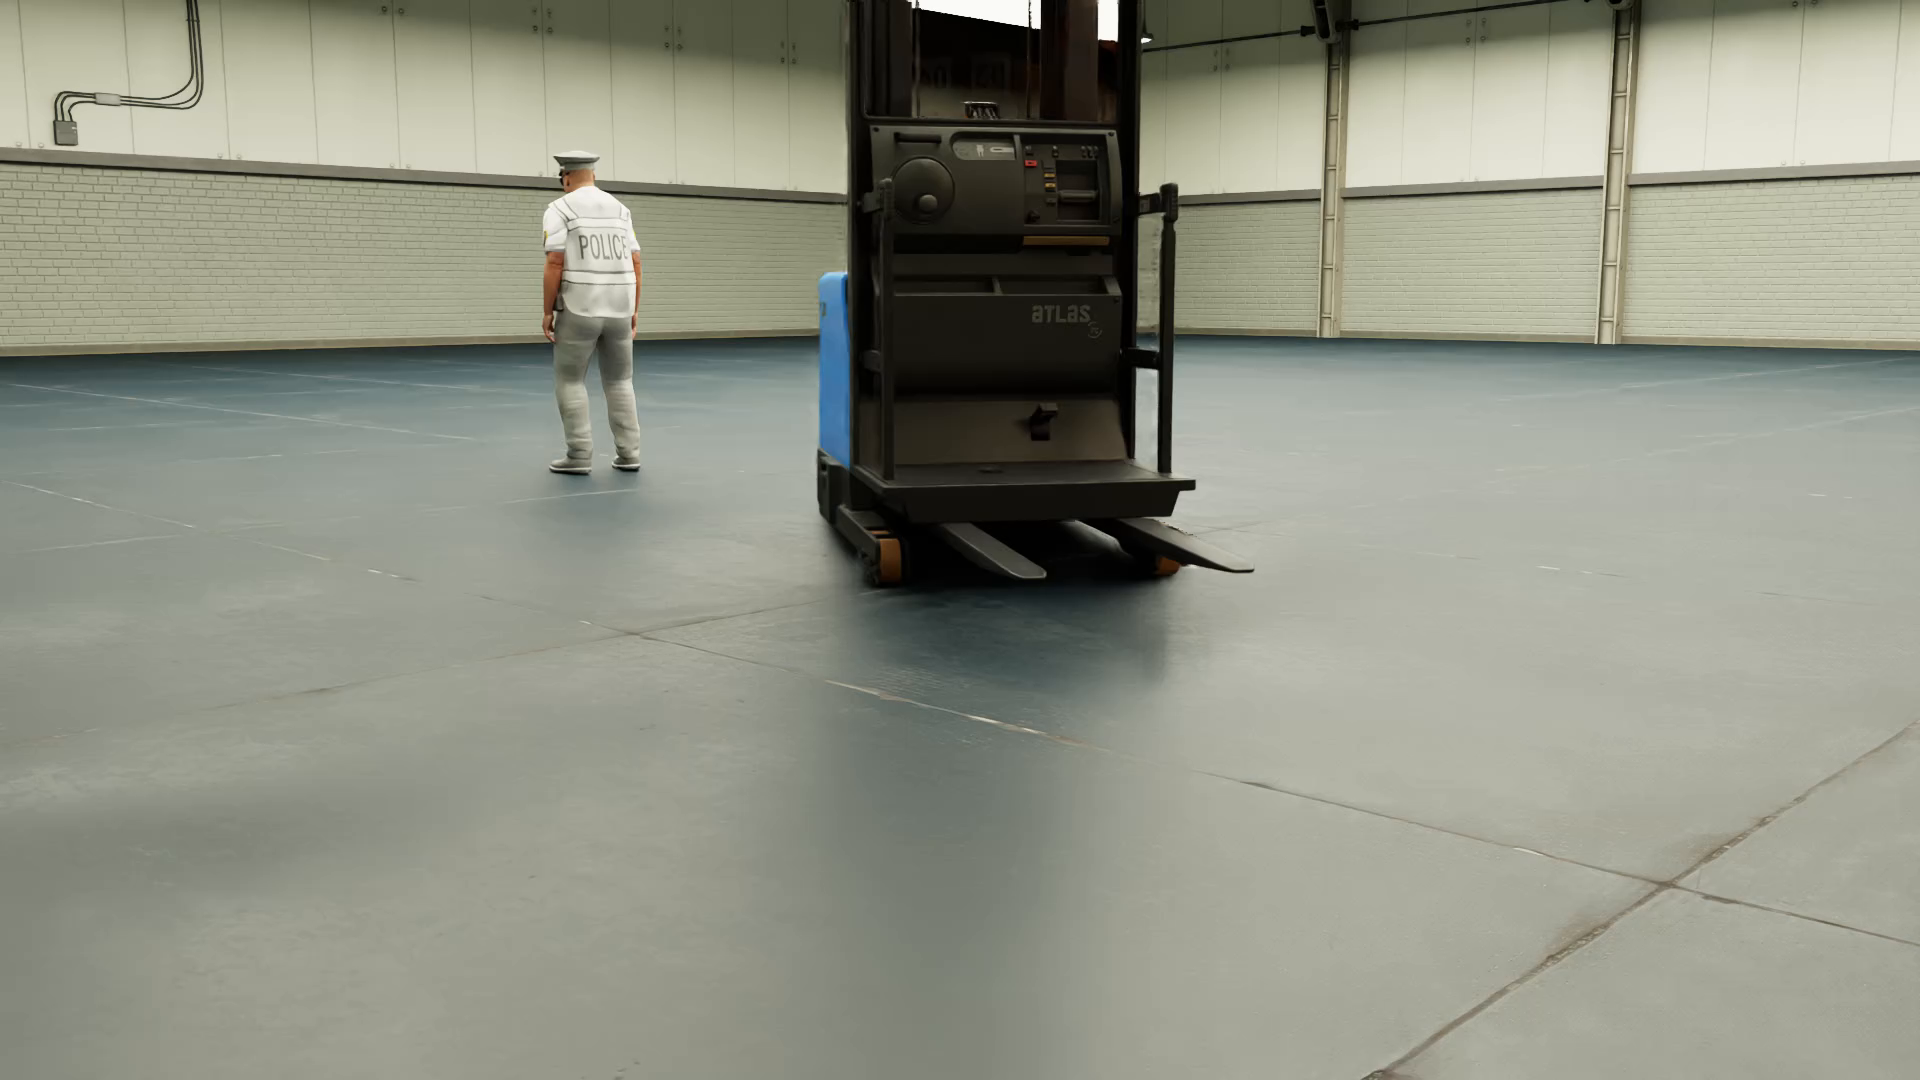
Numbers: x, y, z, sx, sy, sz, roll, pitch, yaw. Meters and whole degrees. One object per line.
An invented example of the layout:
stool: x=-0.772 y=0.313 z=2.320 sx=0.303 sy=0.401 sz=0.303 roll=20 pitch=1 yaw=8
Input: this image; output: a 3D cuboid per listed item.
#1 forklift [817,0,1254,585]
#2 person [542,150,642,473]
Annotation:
forklift: x=0.181 y=-1.355 z=5.870 sx=1.130 sy=2.935 sz=3.031 roll=-2 pitch=9 yaw=-12
person: x=-2.011 y=-1.243 z=9.105 sx=0.585 sy=1.747 sz=0.440 roll=-7 pitch=11 yaw=-38
